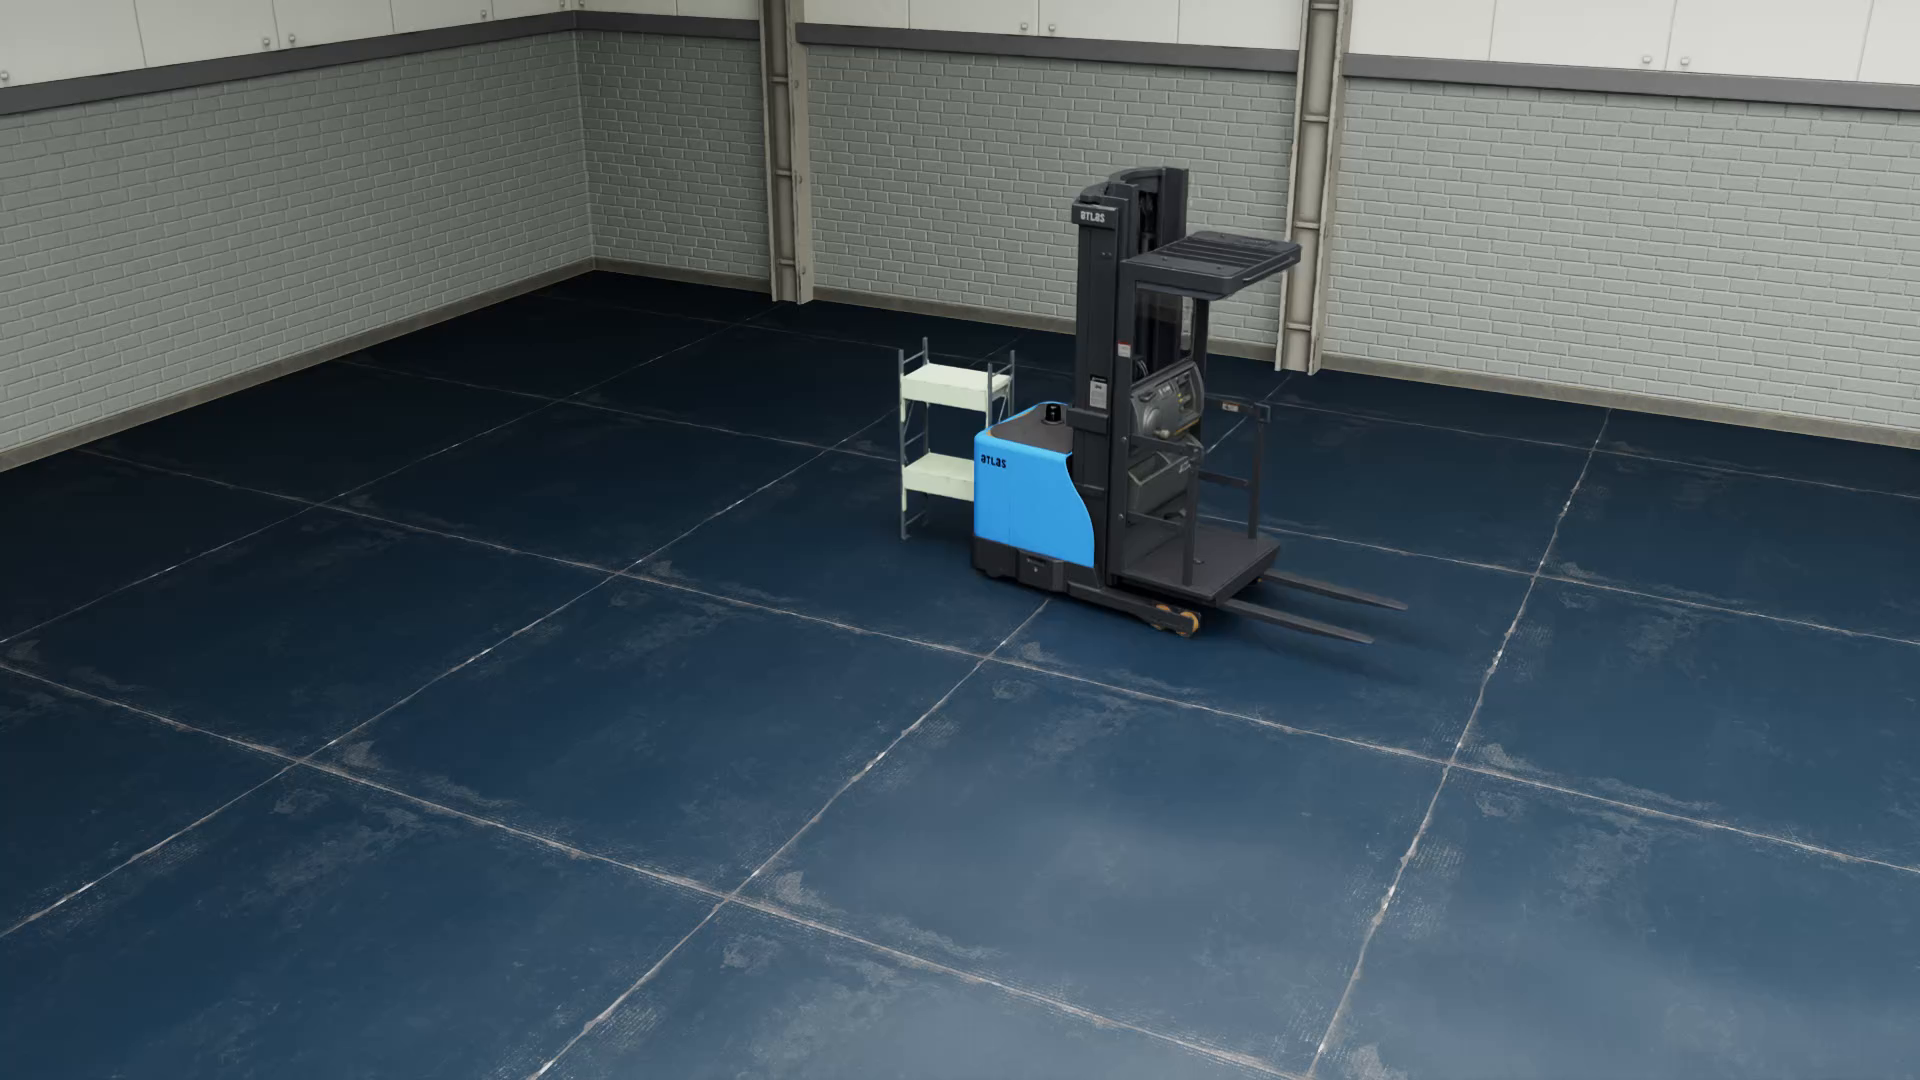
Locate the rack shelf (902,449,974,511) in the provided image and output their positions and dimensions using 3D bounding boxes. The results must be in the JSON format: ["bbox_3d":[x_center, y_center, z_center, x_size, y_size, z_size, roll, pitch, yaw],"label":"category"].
[{"bbox_3d":[-0.024,-0.399,12.604,0.720,0.370,0.431,12,26,25],"label":"rack shelf"}]

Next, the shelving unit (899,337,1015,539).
[{"bbox_3d":[-0.024,-0.699,12.477,0.755,1.500,0.431,12,26,25],"label":"shelving unit"}]

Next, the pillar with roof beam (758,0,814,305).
[{"bbox_3d":[-3.880,-5.430,14.019,0.400,9.000,9.100,11,25,25],"label":"pillar with roof beam"}]

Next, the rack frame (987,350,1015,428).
[{"bbox_3d":[0.299,-0.632,12.319,0.023,1.500,0.400,12,26,25],"label":"rack frame"}]

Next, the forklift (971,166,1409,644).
[{"bbox_3d":[1.582,-0.933,11.198,3.031,2.935,1.130,15,27,32],"label":"forklift"}]

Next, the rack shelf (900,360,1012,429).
[{"bbox_3d":[-0.024,-1.058,12.324,0.720,0.370,0.431,12,26,25],"label":"rack shelf"}]

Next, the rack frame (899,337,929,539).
[{"bbox_3d":[-0.348,-0.766,12.634,0.023,1.500,0.400,12,26,25],"label":"rack frame"}]

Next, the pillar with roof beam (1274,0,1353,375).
[{"bbox_3d":[1.474,-4.370,11.528,0.400,9.000,9.100,11,25,25],"label":"pillar with roof beam"}]
